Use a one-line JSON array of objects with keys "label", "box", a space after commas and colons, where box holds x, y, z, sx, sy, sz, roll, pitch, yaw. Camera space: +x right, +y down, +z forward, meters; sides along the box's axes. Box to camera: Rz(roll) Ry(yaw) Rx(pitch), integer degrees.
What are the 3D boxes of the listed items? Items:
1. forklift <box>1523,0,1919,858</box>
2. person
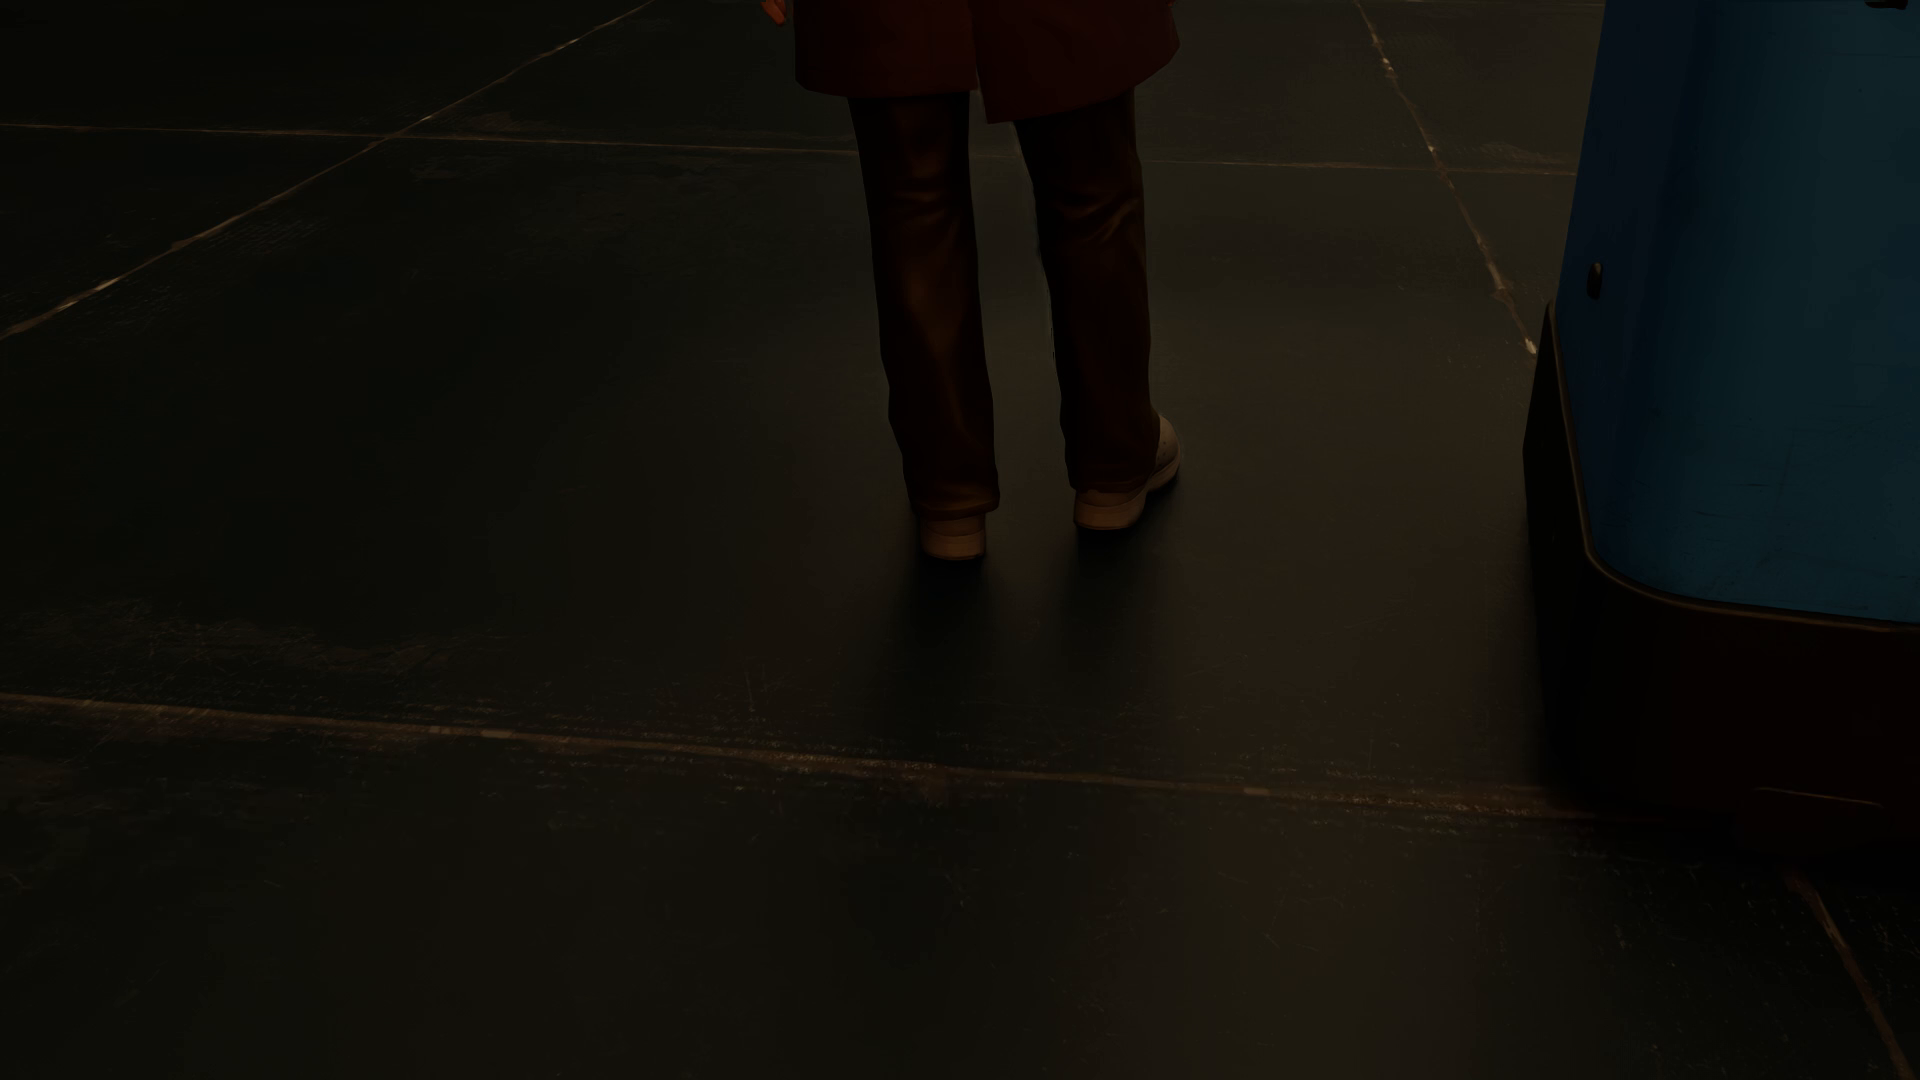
[{"label": "forklift", "box": [2.239, -1.028, 1.278, 3.031, 2.935, 1.130, 7, 27, 13]}, {"label": "person", "box": [0.007, -0.844, 2.187, 0.700, 1.779, 0.567, 3, 27, 6]}]
